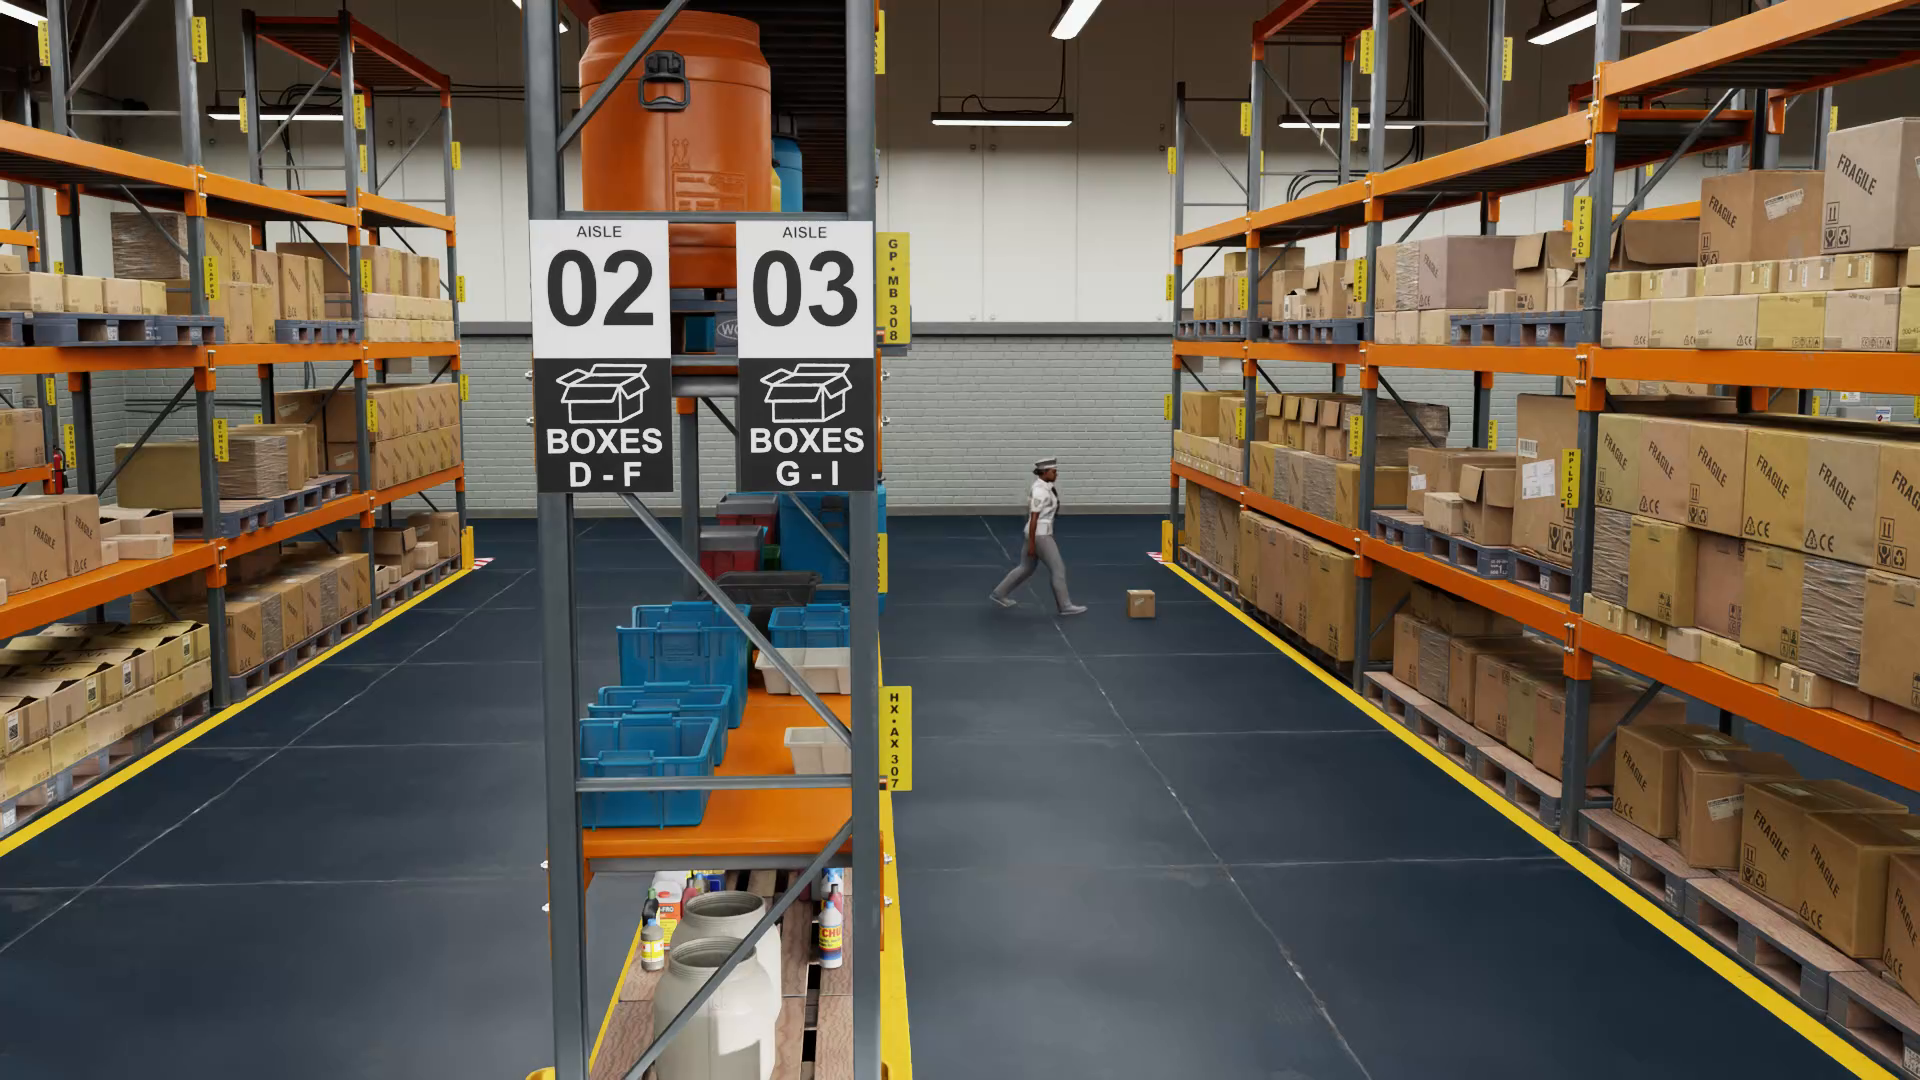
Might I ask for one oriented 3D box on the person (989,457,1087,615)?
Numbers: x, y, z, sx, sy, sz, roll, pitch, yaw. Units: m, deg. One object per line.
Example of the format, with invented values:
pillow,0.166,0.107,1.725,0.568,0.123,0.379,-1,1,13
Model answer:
person,0.805,-0.044,17.130,1.018,1.617,0.465,0,7,4
